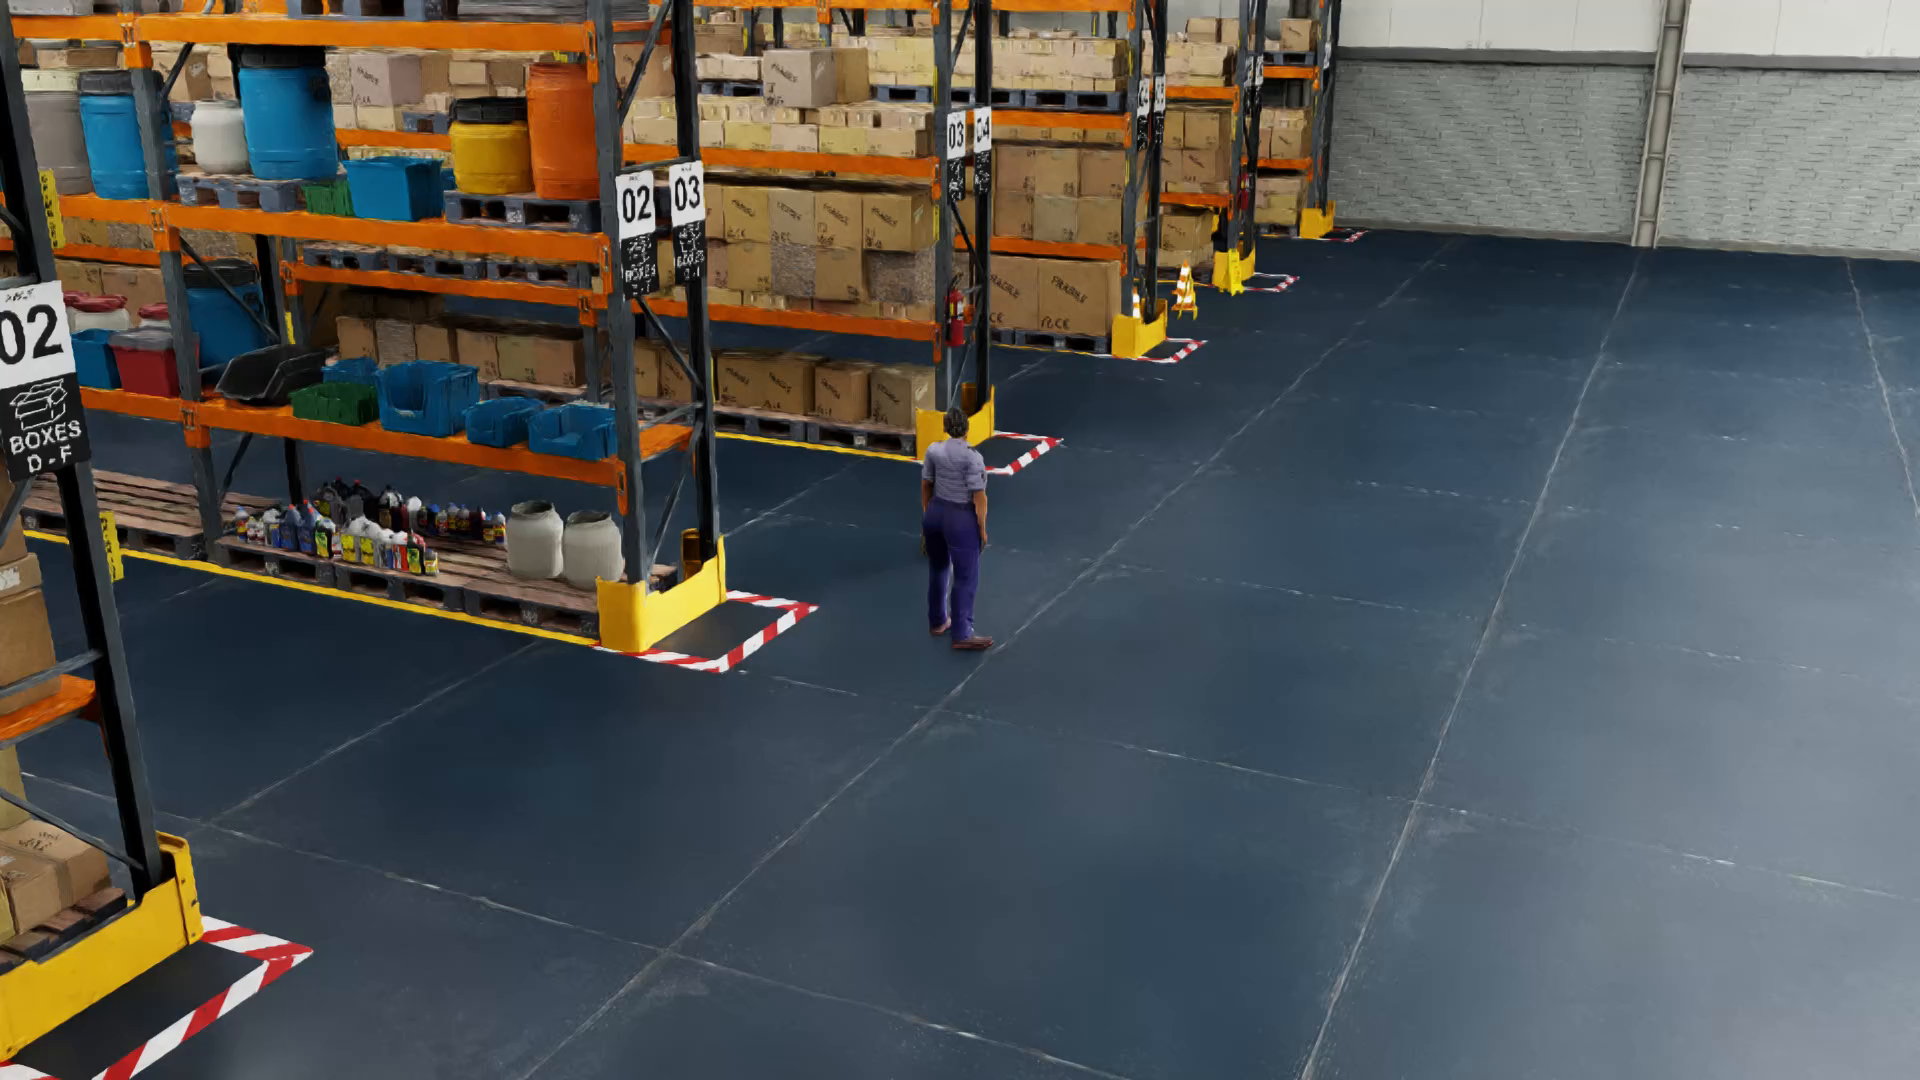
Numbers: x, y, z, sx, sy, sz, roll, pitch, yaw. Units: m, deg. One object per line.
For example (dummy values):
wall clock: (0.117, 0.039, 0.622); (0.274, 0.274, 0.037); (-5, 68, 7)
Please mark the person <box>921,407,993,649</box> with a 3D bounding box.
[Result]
person: (-0.016, -0.101, 11.308); (0.566, 1.653, 0.404); (14, 23, 34)
